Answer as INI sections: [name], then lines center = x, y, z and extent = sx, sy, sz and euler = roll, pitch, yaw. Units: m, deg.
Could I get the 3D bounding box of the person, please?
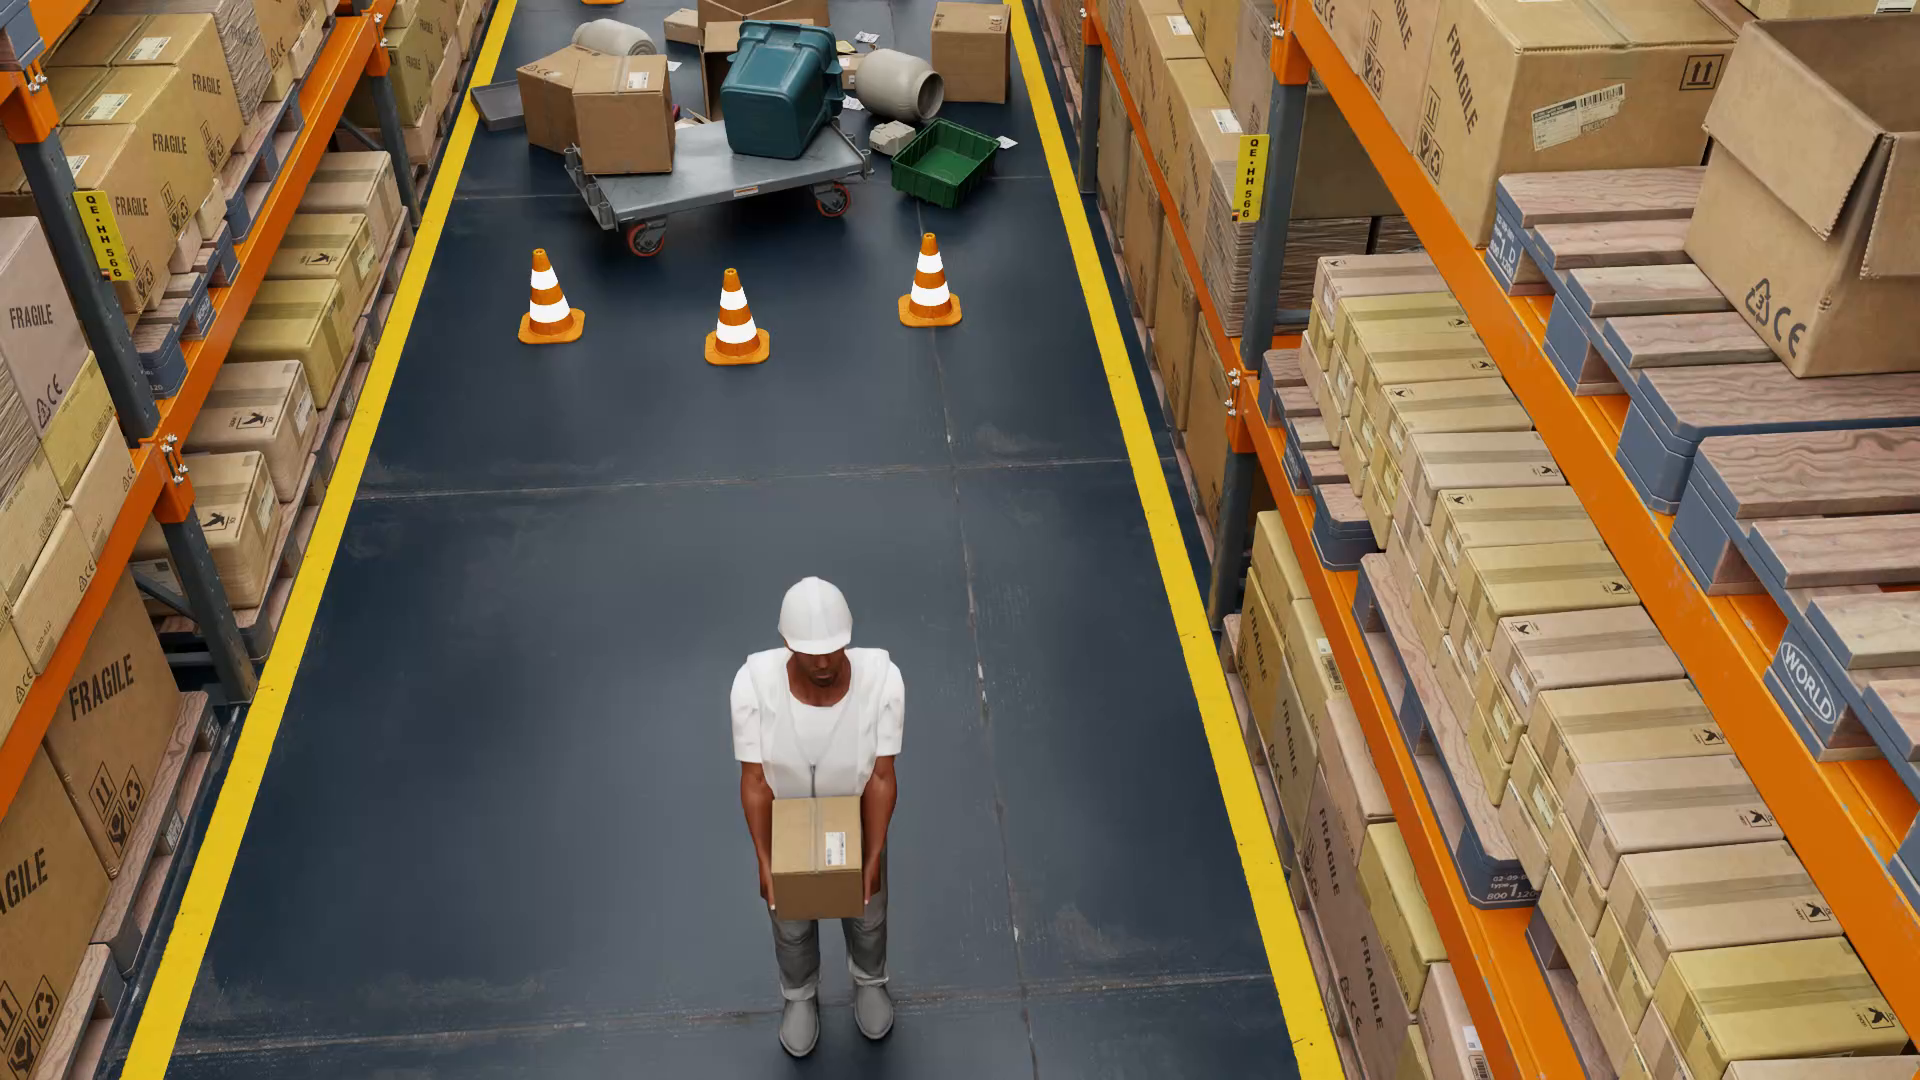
[person]
center = -0.402, 0.916, 5.004
extent = 0.503, 1.760, 0.586
euler = -2, 39, -3
